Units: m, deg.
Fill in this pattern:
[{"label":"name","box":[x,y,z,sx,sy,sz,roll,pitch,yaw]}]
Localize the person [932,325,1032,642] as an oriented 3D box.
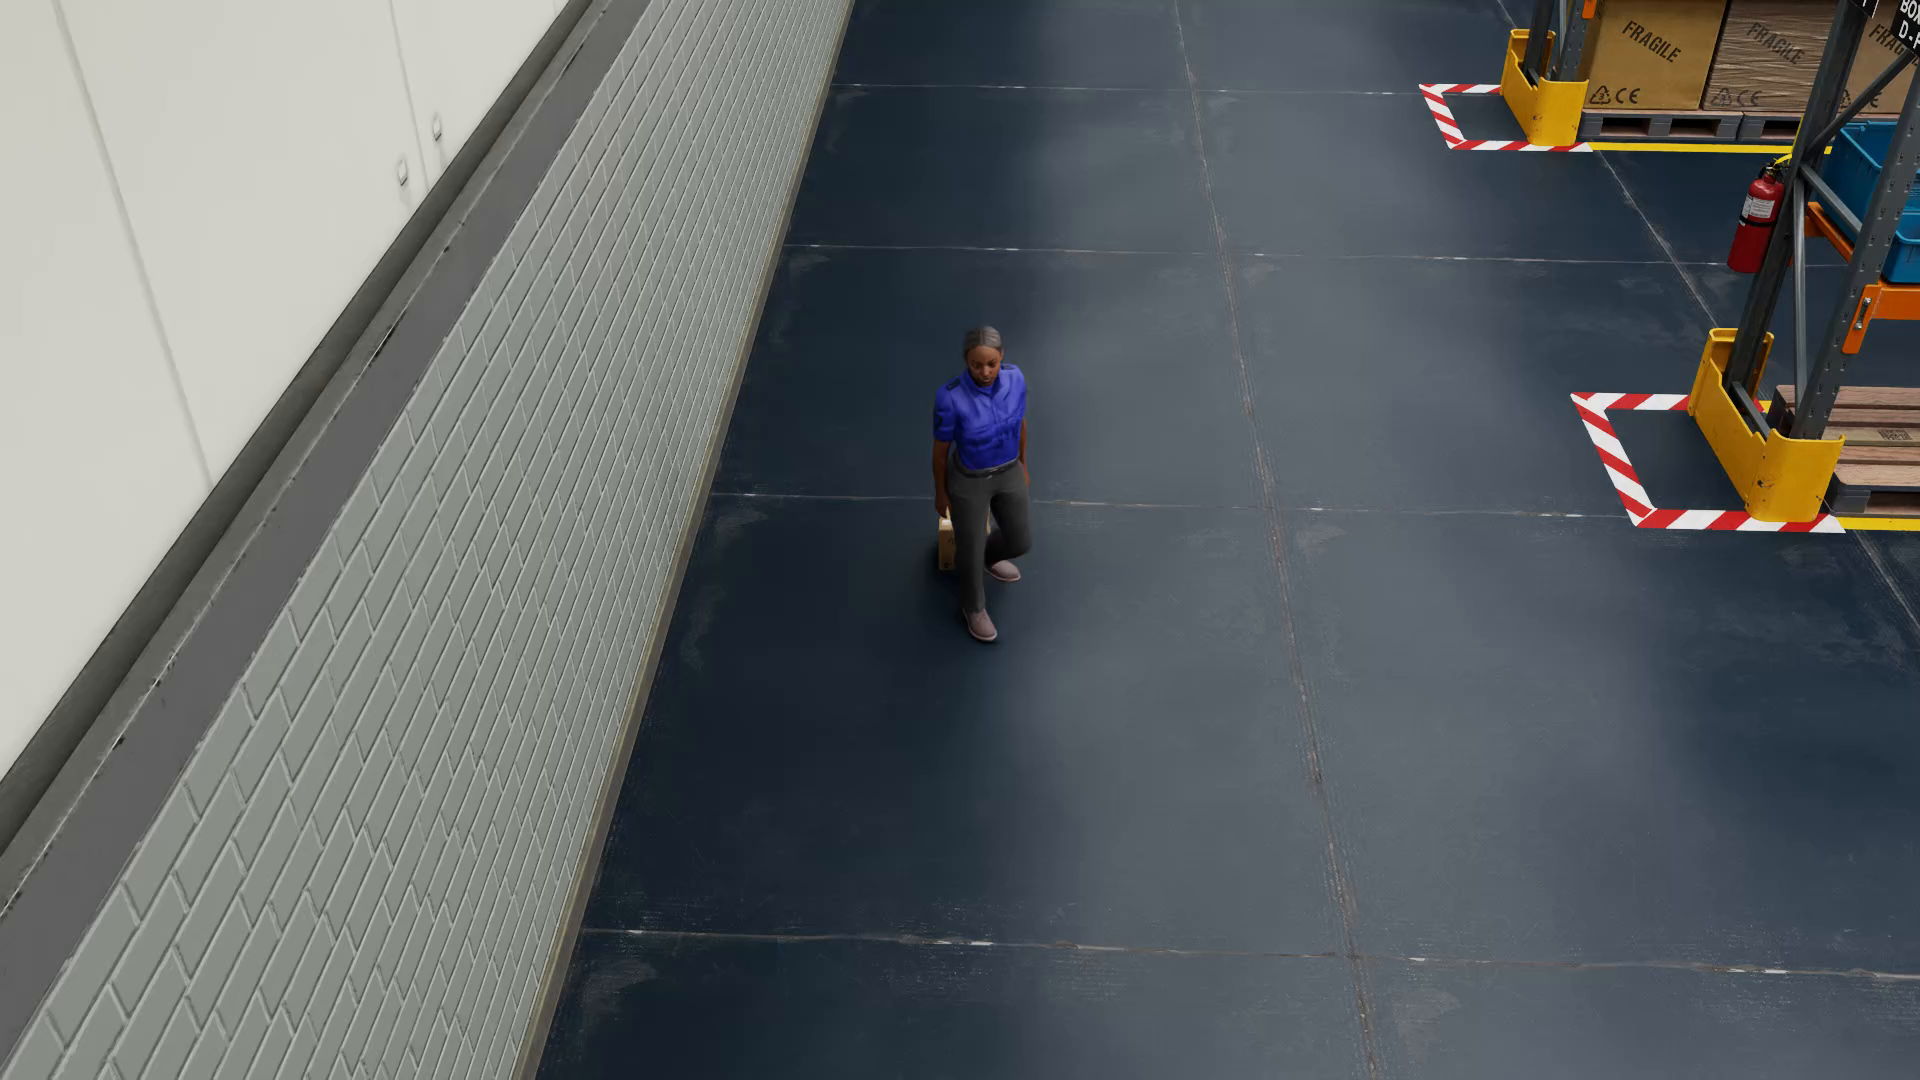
[{"label":"person","box":[0.089,-0.313,7.550,0.524,1.651,0.517,-16,39,-21]}]
